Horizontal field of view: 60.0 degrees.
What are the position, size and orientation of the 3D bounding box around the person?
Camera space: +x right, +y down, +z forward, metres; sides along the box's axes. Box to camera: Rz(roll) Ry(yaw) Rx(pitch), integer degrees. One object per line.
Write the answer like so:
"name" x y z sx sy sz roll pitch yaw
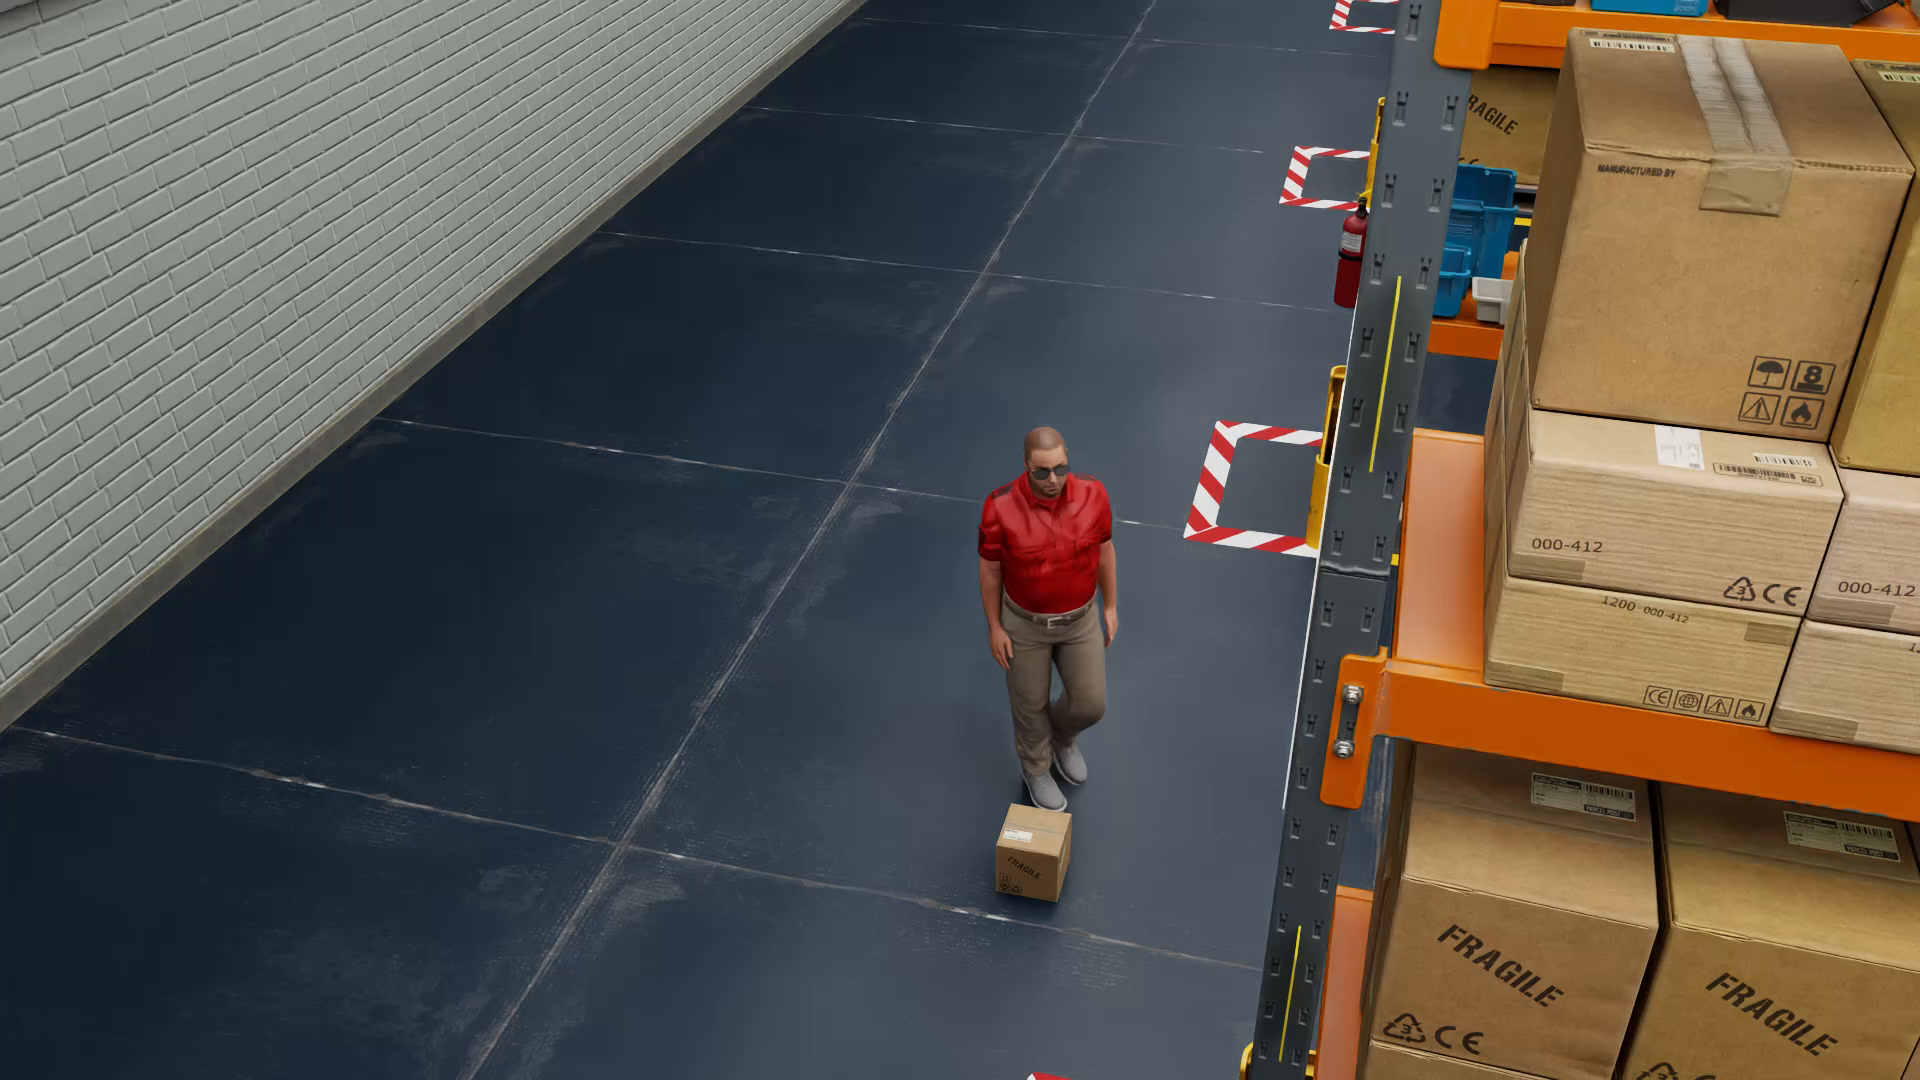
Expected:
"person" 0.361 0.327 6.639 0.436 1.569 0.395 -7 33 -11
